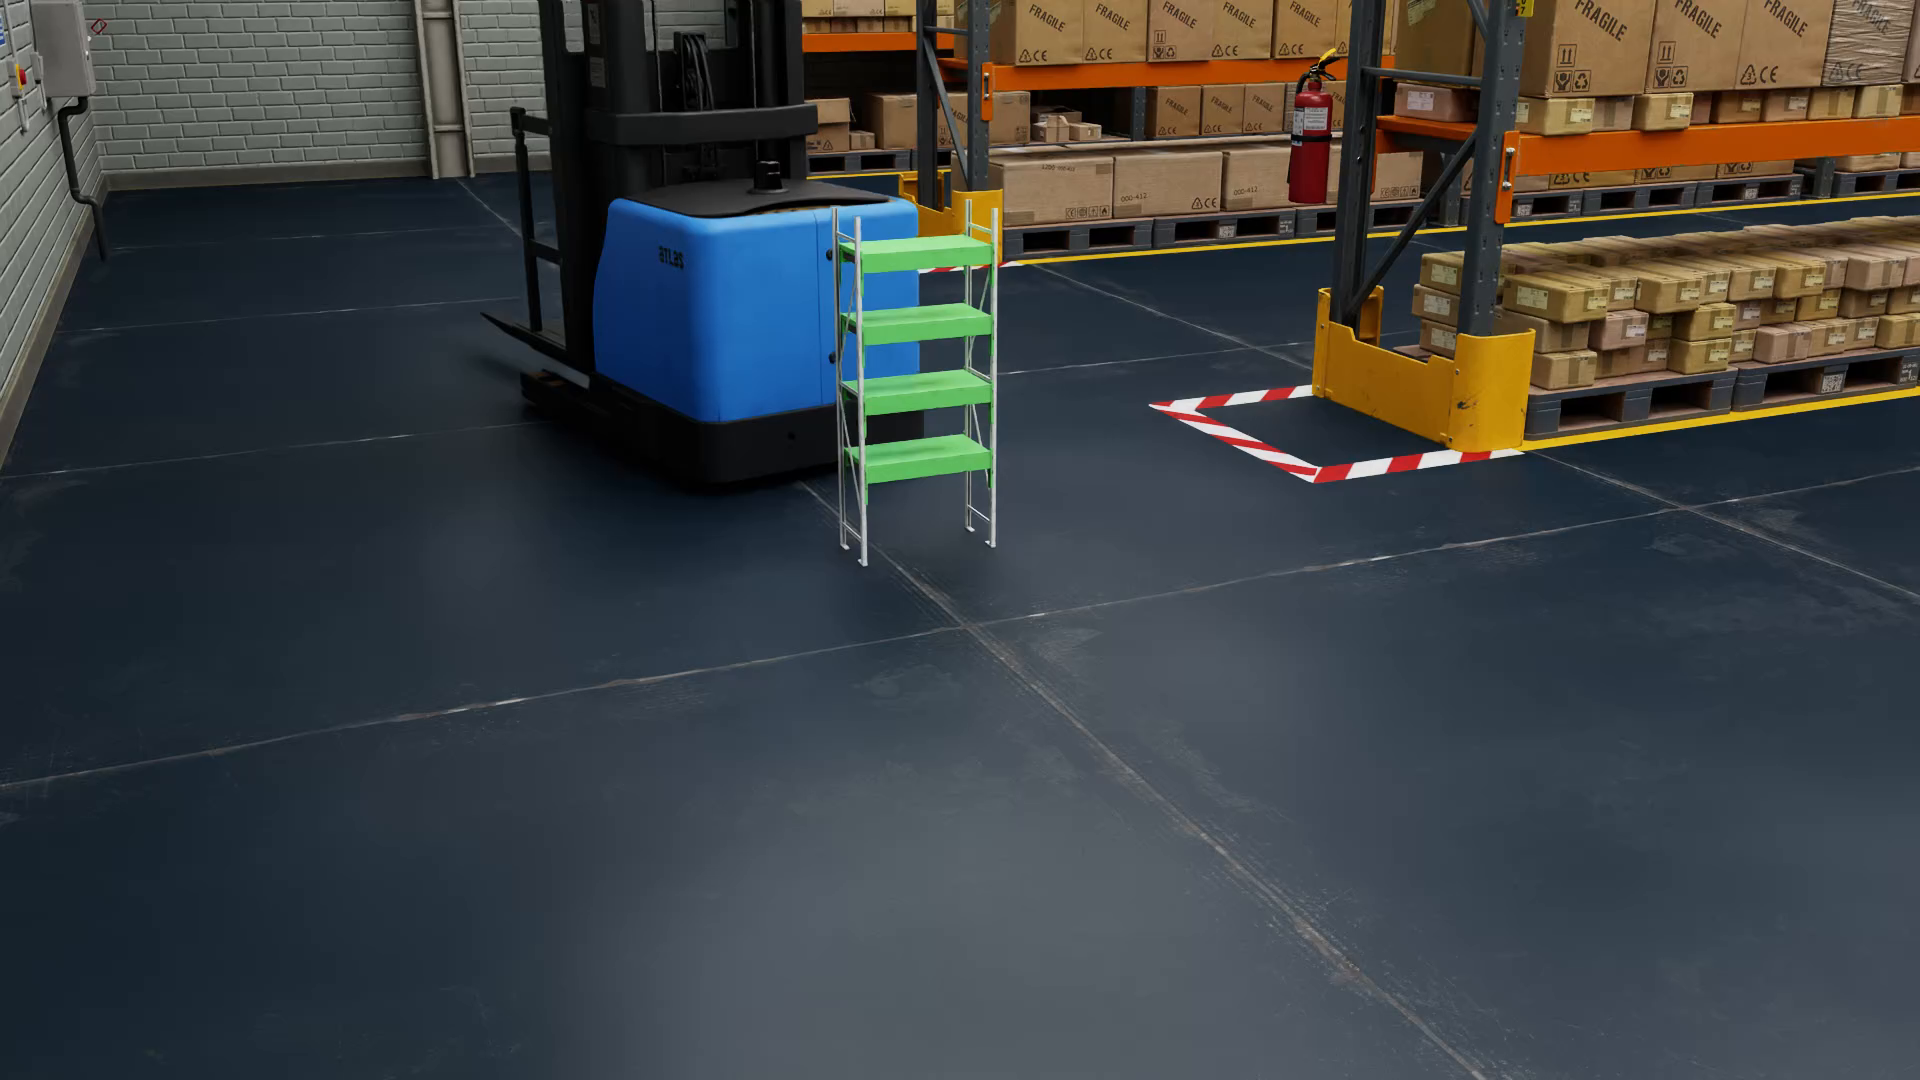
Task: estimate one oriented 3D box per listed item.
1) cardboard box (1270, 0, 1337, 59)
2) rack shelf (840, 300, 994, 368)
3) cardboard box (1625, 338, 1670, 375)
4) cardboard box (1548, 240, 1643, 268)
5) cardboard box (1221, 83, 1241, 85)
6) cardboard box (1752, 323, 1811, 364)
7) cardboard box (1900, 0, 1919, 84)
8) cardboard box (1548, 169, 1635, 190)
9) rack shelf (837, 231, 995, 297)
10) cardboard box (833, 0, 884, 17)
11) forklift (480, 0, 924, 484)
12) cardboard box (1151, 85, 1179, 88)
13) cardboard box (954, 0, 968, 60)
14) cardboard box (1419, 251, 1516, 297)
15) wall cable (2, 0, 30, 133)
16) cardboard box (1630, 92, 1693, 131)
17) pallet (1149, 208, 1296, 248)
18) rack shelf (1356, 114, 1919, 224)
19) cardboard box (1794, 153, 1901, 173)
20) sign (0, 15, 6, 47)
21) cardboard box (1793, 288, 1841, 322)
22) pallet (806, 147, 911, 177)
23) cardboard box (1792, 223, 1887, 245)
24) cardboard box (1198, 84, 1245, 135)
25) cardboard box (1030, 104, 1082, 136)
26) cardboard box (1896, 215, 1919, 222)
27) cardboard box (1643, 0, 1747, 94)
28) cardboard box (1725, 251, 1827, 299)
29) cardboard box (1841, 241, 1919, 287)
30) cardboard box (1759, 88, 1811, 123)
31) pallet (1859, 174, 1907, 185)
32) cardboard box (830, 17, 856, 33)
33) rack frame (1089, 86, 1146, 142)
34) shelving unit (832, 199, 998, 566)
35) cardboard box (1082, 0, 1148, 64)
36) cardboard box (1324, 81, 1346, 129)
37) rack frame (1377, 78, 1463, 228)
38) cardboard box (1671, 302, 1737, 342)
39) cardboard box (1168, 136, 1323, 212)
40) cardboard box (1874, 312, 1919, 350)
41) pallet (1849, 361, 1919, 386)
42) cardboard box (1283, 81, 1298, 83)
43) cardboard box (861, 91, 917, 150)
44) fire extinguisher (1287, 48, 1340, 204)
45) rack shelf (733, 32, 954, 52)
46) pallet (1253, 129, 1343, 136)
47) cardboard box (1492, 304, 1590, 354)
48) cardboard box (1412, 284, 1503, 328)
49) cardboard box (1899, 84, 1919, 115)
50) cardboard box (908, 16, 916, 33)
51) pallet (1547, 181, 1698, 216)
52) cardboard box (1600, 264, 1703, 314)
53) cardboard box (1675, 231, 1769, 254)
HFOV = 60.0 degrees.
[{"bbox_3d":[2.365,-3.758,12.028,0.500,0.500,0.500,-8,21,-23],"label":"cardboard box"},{"bbox_3d":[-0.152,-0.710,5.702,0.480,0.148,0.258,-8,21,-22],"label":"rack shelf"},{"bbox_3d":[3.038,-0.886,7.682,0.250,0.149,0.380,-8,21,-21],"label":"cardboard box"},{"bbox_3d":[3.086,-1.351,8.107,0.250,0.149,0.380,-9,21,-24],"label":"cardboard box"},{"bbox_3d":[2.782,-4.931,17.666,0.250,0.149,0.380,-9,21,-23],"label":"cardboard box"},{"bbox_3d":[3.776,-0.955,7.878,0.250,0.149,0.380,-9,21,-25],"label":"cardboard box"},{"bbox_3d":[4.403,-2.398,7.718,0.500,0.500,0.500,-8,21,-22],"label":"cardboard box"},{"bbox_3d":[4.980,-3.413,13.765,0.875,0.875,0.875,-8,21,-20],"label":"cardboard box"},{"bbox_3d":[-0.152,-0.937,5.623,0.480,0.148,0.258,-8,21,-22],"label":"rack shelf"},{"bbox_3d":[-1.040,-5.090,15.740,0.500,0.250,0.500,-8,21,-21],"label":"cardboard box"},{"bbox_3d":[-1.400,-2.032,7.381,1.130,2.935,3.031,-13,23,-32],"label":"forklift"},{"bbox_3d":[2.081,-4.794,17.275,0.250,0.149,0.380,-7,21,-19],"label":"cardboard box"},{"bbox_3d":[0.281,-3.655,11.735,0.500,0.500,0.500,-8,21,-22],"label":"cardboard box"},{"bbox_3d":[2.382,-1.248,7.815,0.250,0.149,0.380,-8,21,-21],"label":"cardboard box"},{"bbox_3d":[-5.225,-3.208,9.041,0.123,1.953,0.585,-8,21,-22],"label":"wall cable"},{"bbox_3d":[2.909,-1.857,7.156,0.250,0.149,0.380,-9,21,-23],"label":"cardboard box"},{"bbox_3d":[1.765,-2.436,12.624,1.213,0.211,1.003,-8,21,-22],"label":"pallet"},{"bbox_3d":[3.833,-1.891,7.959,4.000,0.370,1.077,-8,21,-22],"label":"rack shelf"},{"bbox_3d":[7.811,-3.546,14.900,0.625,0.372,0.950,-10,22,-26],"label":"cardboard box"},{"bbox_3d":[-5.262,-2.819,9.105,0.001,0.218,0.327,-8,21,-22],"label":"sign"},{"bbox_3d":[4.012,-1.175,8.055,0.250,0.149,0.380,-7,21,-19],"label":"cardboard box"},{"bbox_3d":[-1.225,-3.776,16.430,1.213,0.211,1.003,-8,21,-22],"label":"pallet"},{"bbox_3d":[4.552,-1.538,8.637,0.250,0.149,0.380,-9,21,-23],"label":"cardboard box"},{"bbox_3d":[2.665,-4.590,17.673,0.500,0.500,0.500,-8,21,-23],"label":"cardboard box"},{"bbox_3d":[0.946,-4.418,17.469,0.500,0.311,0.500,-7,21,-20],"label":"cardboard box"},{"bbox_3d":[5.271,-1.645,8.943,0.250,0.149,0.380,-7,21,-20],"label":"cardboard box"},{"bbox_3d":[3.000,-2.208,7.177,0.500,0.500,0.500,-8,21,-22],"label":"cardboard box"},{"bbox_3d":[3.813,-1.246,7.808,0.250,0.149,0.380,-8,21,-21],"label":"cardboard box"},{"bbox_3d":[4.520,-1.346,8.094,0.250,0.149,0.380,-9,21,-25],"label":"cardboard box"},{"bbox_3d":[3.590,-1.984,7.520,0.250,0.149,0.380,-9,21,-23],"label":"cardboard box"},{"bbox_3d":[9.125,-3.462,15.537,1.213,0.211,1.003,-8,21,-22],"label":"pallet"},{"bbox_3d":[-1.173,-4.910,15.830,0.250,0.149,0.380,-8,21,-23],"label":"cardboard box"},{"bbox_3d":[1.646,-5.503,17.134,0.127,3.000,1.000,-8,21,-22],"label":"rack frame"},{"bbox_3d":[-0.152,-0.544,5.761,0.503,1.200,0.258,-8,21,-22],"label":"shelving unit"},{"bbox_3d":[0.951,-3.561,11.469,0.500,0.500,0.500,-8,21,-23],"label":"cardboard box"},{"bbox_3d":[4.073,-4.795,18.254,0.500,0.500,0.500,-7,21,-20],"label":"cardboard box"},{"bbox_3d":[3.616,-3.990,12.836,0.127,3.000,1.000,-8,21,-22],"label":"rack frame"},{"bbox_3d":[3.321,-1.030,7.644,0.250,0.149,0.380,-7,21,-20],"label":"cardboard box"},{"bbox_3d":[2.175,-2.811,12.715,0.875,0.438,0.875,-9,21,-24],"label":"cardboard box"},{"bbox_3d":[4.494,-1.055,8.162,0.250,0.149,0.380,-8,21,-22],"label":"cardboard box"},{"bbox_3d":[5.067,-1.079,8.768,1.213,0.211,1.003,-8,21,-22],"label":"pallet"},{"bbox_3d":[3.492,-5.029,17.943,0.250,0.149,0.380,-8,21,-22],"label":"cardboard box"},{"bbox_3d":[-0.627,-4.148,16.417,0.500,0.500,0.700,-7,21,-20],"label":"cardboard box"},{"bbox_3d":[1.583,-1.862,7.473,0.183,0.674,0.296,-8,21,-22],"label":"fire extinguisher"},{"bbox_3d":[-0.190,-4.900,16.506,4.000,0.370,1.077,-8,21,-22],"label":"rack shelf"},{"bbox_3d":[3.500,-4.468,18.393,1.213,0.211,1.003,-8,21,-22],"label":"pallet"},{"bbox_3d":[2.579,-0.951,7.420,0.250,0.149,0.380,-7,21,-20],"label":"cardboard box"},{"bbox_3d":[2.368,-1.117,7.891,0.250,0.149,0.380,-9,21,-23],"label":"cardboard box"},{"bbox_3d":[4.299,-2.093,7.829,0.250,0.149,0.380,-8,21,-23],"label":"cardboard box"},{"bbox_3d":[-0.413,-4.972,16.005,0.250,0.149,0.380,-9,21,-23],"label":"cardboard box"},{"bbox_3d":[5.416,-2.961,14.112,1.213,0.211,1.003,-8,21,-22],"label":"pallet"},{"bbox_3d":[3.100,-1.134,7.489,0.250,0.149,0.380,-8,21,-22],"label":"cardboard box"},{"bbox_3d":[3.826,-1.447,8.381,0.250,0.149,0.380,-8,21,-22],"label":"cardboard box"}]
